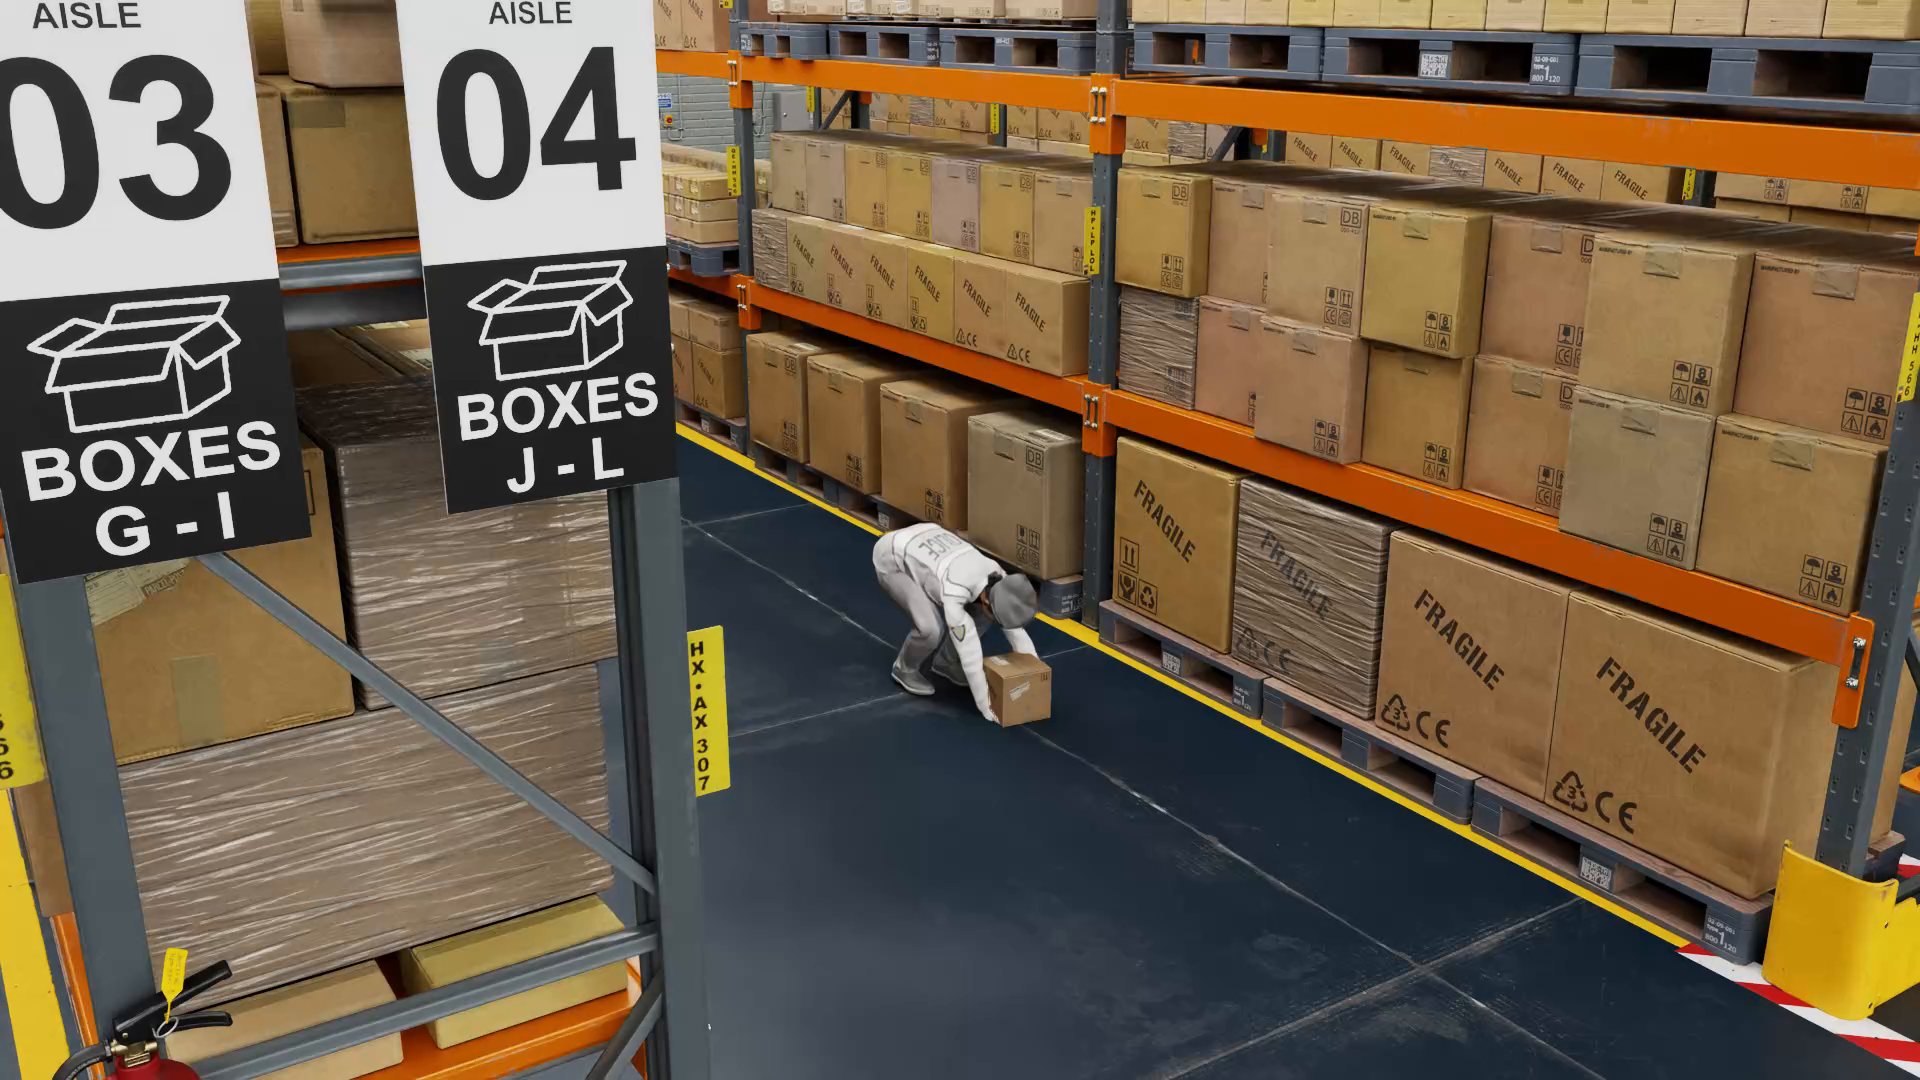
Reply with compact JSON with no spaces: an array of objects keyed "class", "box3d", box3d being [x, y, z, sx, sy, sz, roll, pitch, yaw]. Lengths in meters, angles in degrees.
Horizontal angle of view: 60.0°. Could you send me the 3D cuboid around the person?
[{"class":"person","box3d":[-0.015,0.388,7.875,0.452,0.818,0.950,-16,24,-40]}]
